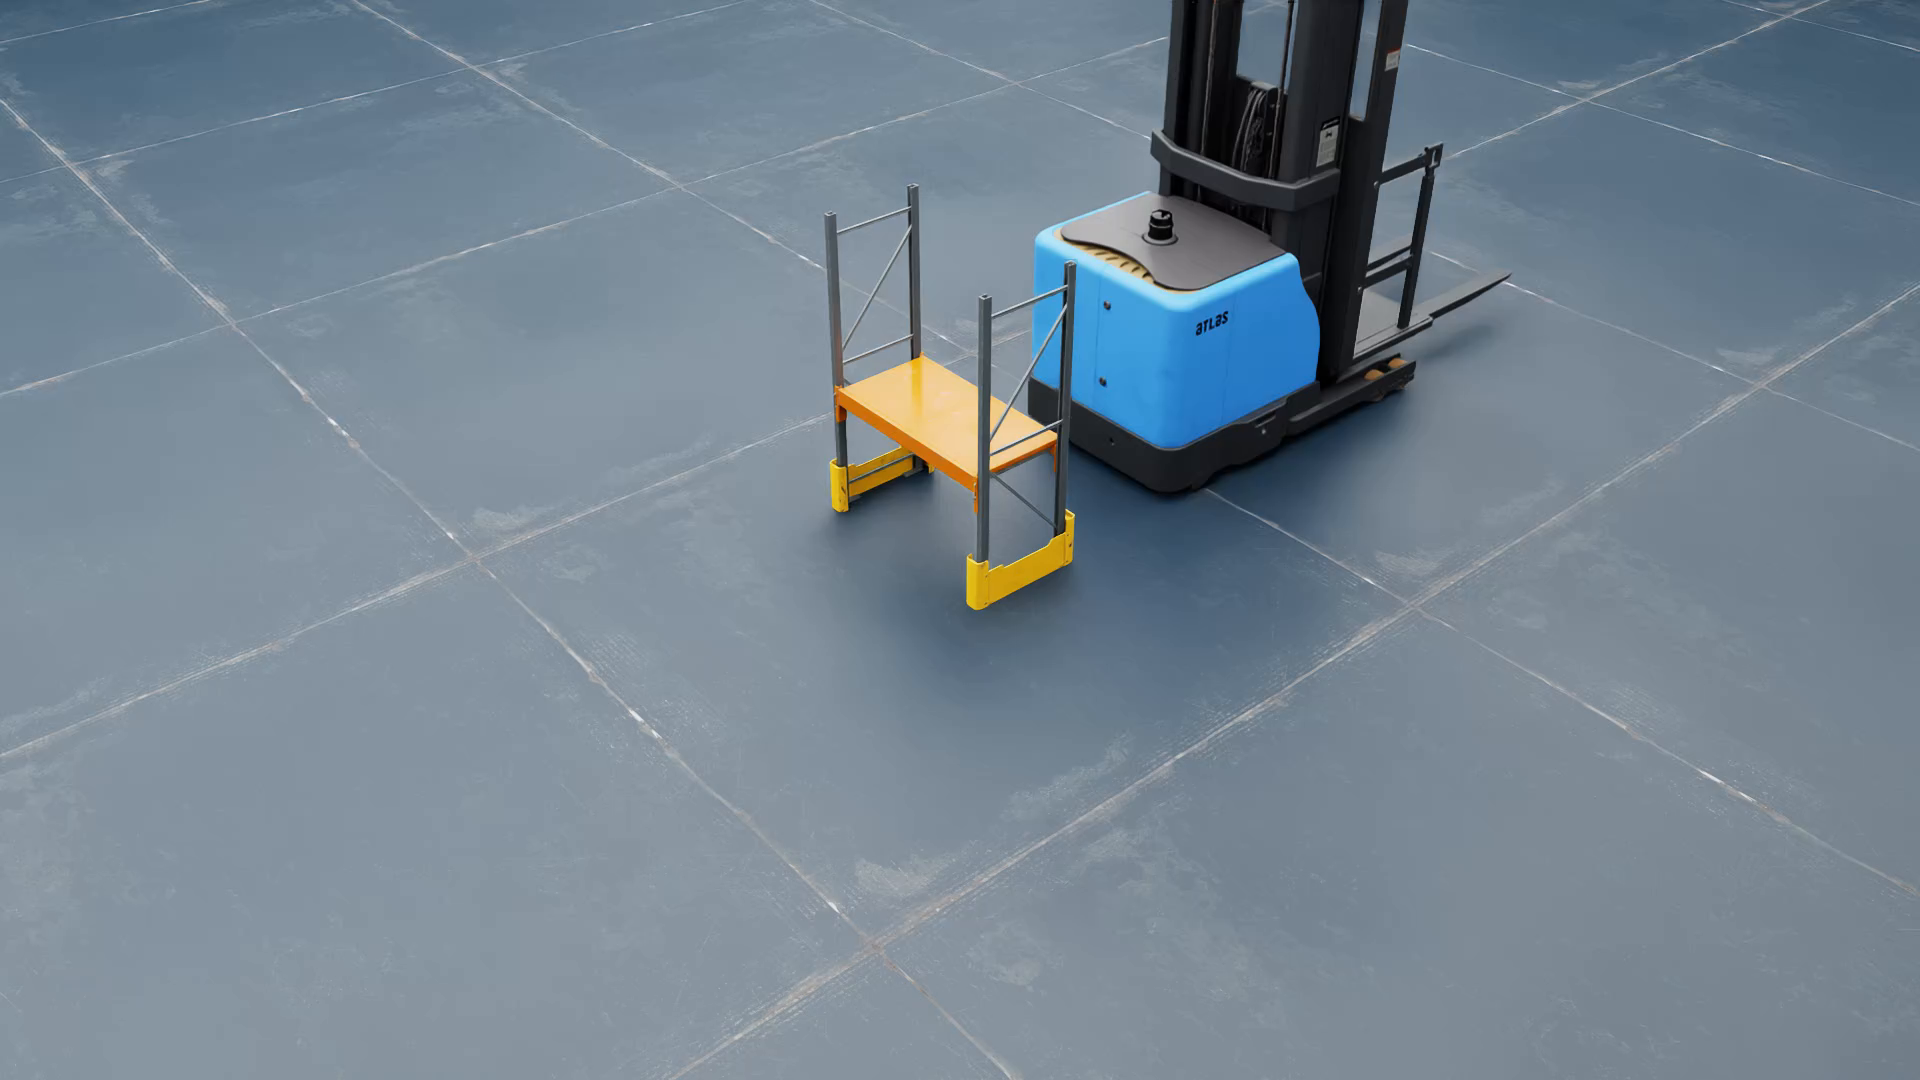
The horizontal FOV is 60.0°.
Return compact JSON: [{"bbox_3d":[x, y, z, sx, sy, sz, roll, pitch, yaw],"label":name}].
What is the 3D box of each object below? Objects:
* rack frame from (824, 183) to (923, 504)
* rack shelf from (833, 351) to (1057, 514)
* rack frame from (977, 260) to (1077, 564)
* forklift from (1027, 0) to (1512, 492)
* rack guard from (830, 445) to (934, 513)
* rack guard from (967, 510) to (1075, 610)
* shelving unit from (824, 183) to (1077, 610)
[{"bbox_3d":[-0.383,-0.874,7.687,0.500,1.500,0.032,-26,43,-32],"label":"rack frame"},{"bbox_3d":[-0.055,-0.503,7.474,0.538,0.185,1.000,-26,43,-32],"label":"rack shelf"},{"bbox_3d":[0.273,-0.425,7.053,0.500,1.500,0.032,-26,43,-32],"label":"rack frame"},{"bbox_3d":[1.796,-2.135,8.229,3.031,2.935,1.130,-26,43,-32],"label":"forklift"},{"bbox_3d":[-0.371,-0.356,8.036,0.587,0.250,0.087,-26,43,-32],"label":"rack guard"},{"bbox_3d":[0.272,0.084,7.415,0.587,0.250,0.087,-26,43,-32],"label":"rack guard"},{"bbox_3d":[-0.049,-0.646,7.364,0.587,1.500,1.083,-26,43,-32],"label":"shelving unit"}]
